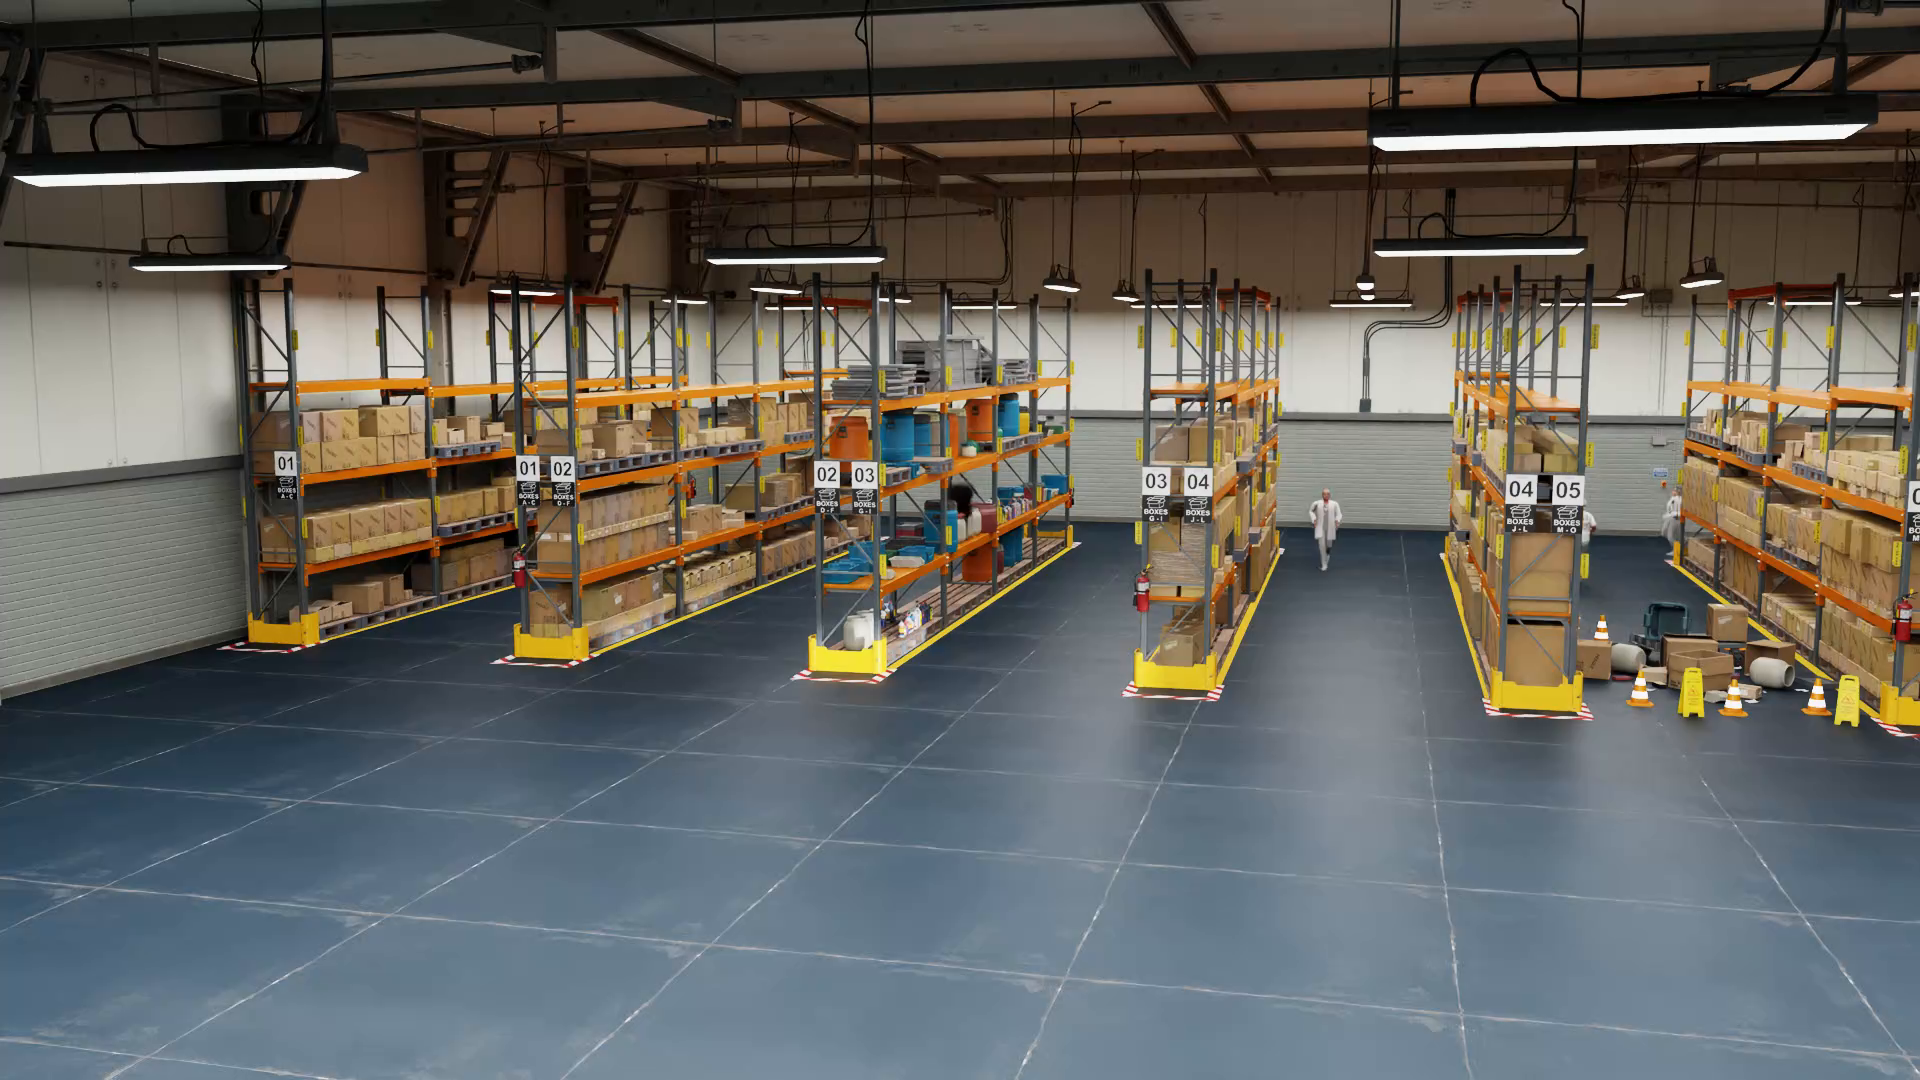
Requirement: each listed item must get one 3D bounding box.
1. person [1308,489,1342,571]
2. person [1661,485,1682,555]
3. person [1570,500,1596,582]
[{"bbox_3d":[8.030,-0.240,36.605,0.711,1.765,0.880,1,7,10],"label":"person"},{"bbox_3d":[16.669,-0.464,38.862,0.548,1.653,0.613,0,7,2],"label":"person"},{"bbox_3d":[12.841,-0.002,34.553,0.663,1.744,0.554,1,7,7],"label":"person"}]
